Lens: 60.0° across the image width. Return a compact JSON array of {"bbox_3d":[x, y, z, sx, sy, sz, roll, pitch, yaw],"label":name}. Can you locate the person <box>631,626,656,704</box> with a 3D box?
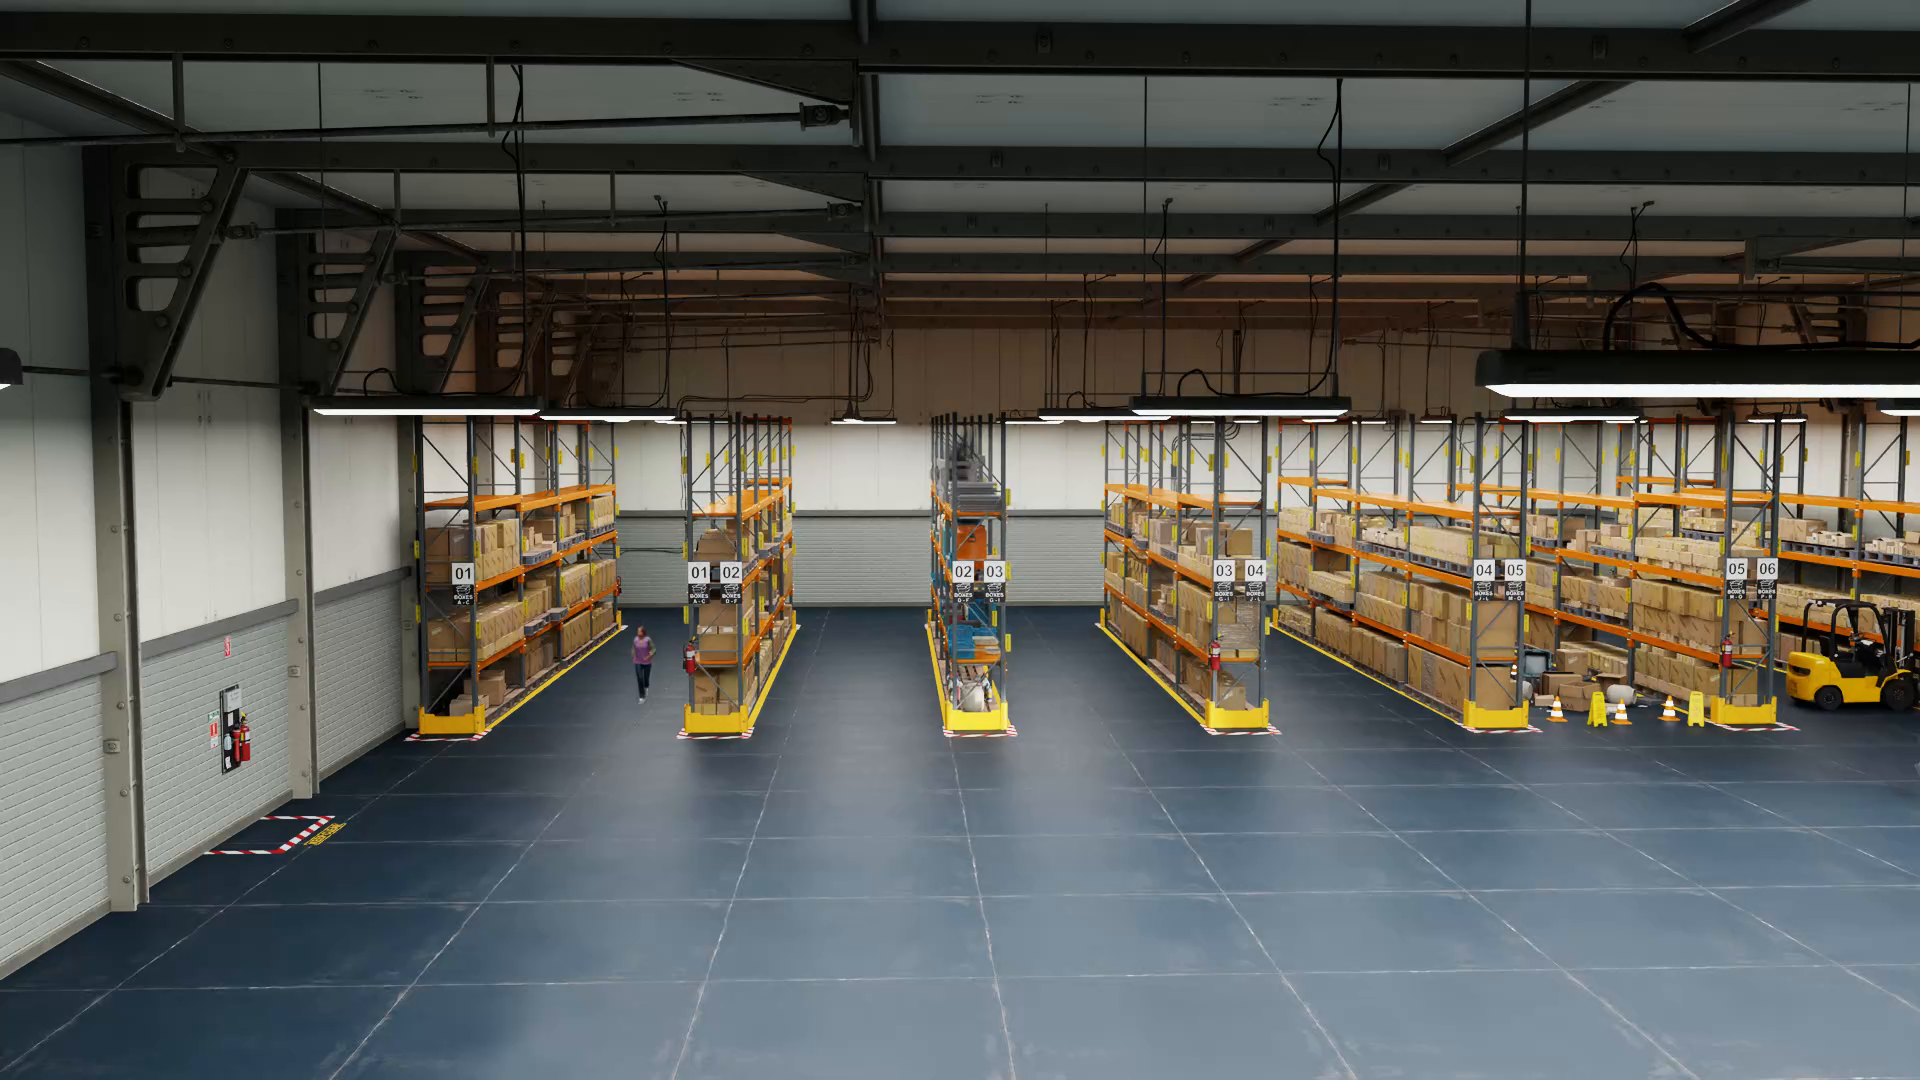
[{"bbox_3d":[-6.596,2.587,34.651,0.533,1.590,0.697,0,4,2],"label":"person"}]

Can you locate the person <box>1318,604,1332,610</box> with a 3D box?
[{"bbox_3d":[10.674,1.554,48.605,0.712,1.724,0.772,-3,5,-40],"label":"person"}]

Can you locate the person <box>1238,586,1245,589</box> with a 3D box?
[{"bbox_3d":[7.935,1.750,45.835,0.638,1.686,0.648,0,4,-5],"label":"person"}]
